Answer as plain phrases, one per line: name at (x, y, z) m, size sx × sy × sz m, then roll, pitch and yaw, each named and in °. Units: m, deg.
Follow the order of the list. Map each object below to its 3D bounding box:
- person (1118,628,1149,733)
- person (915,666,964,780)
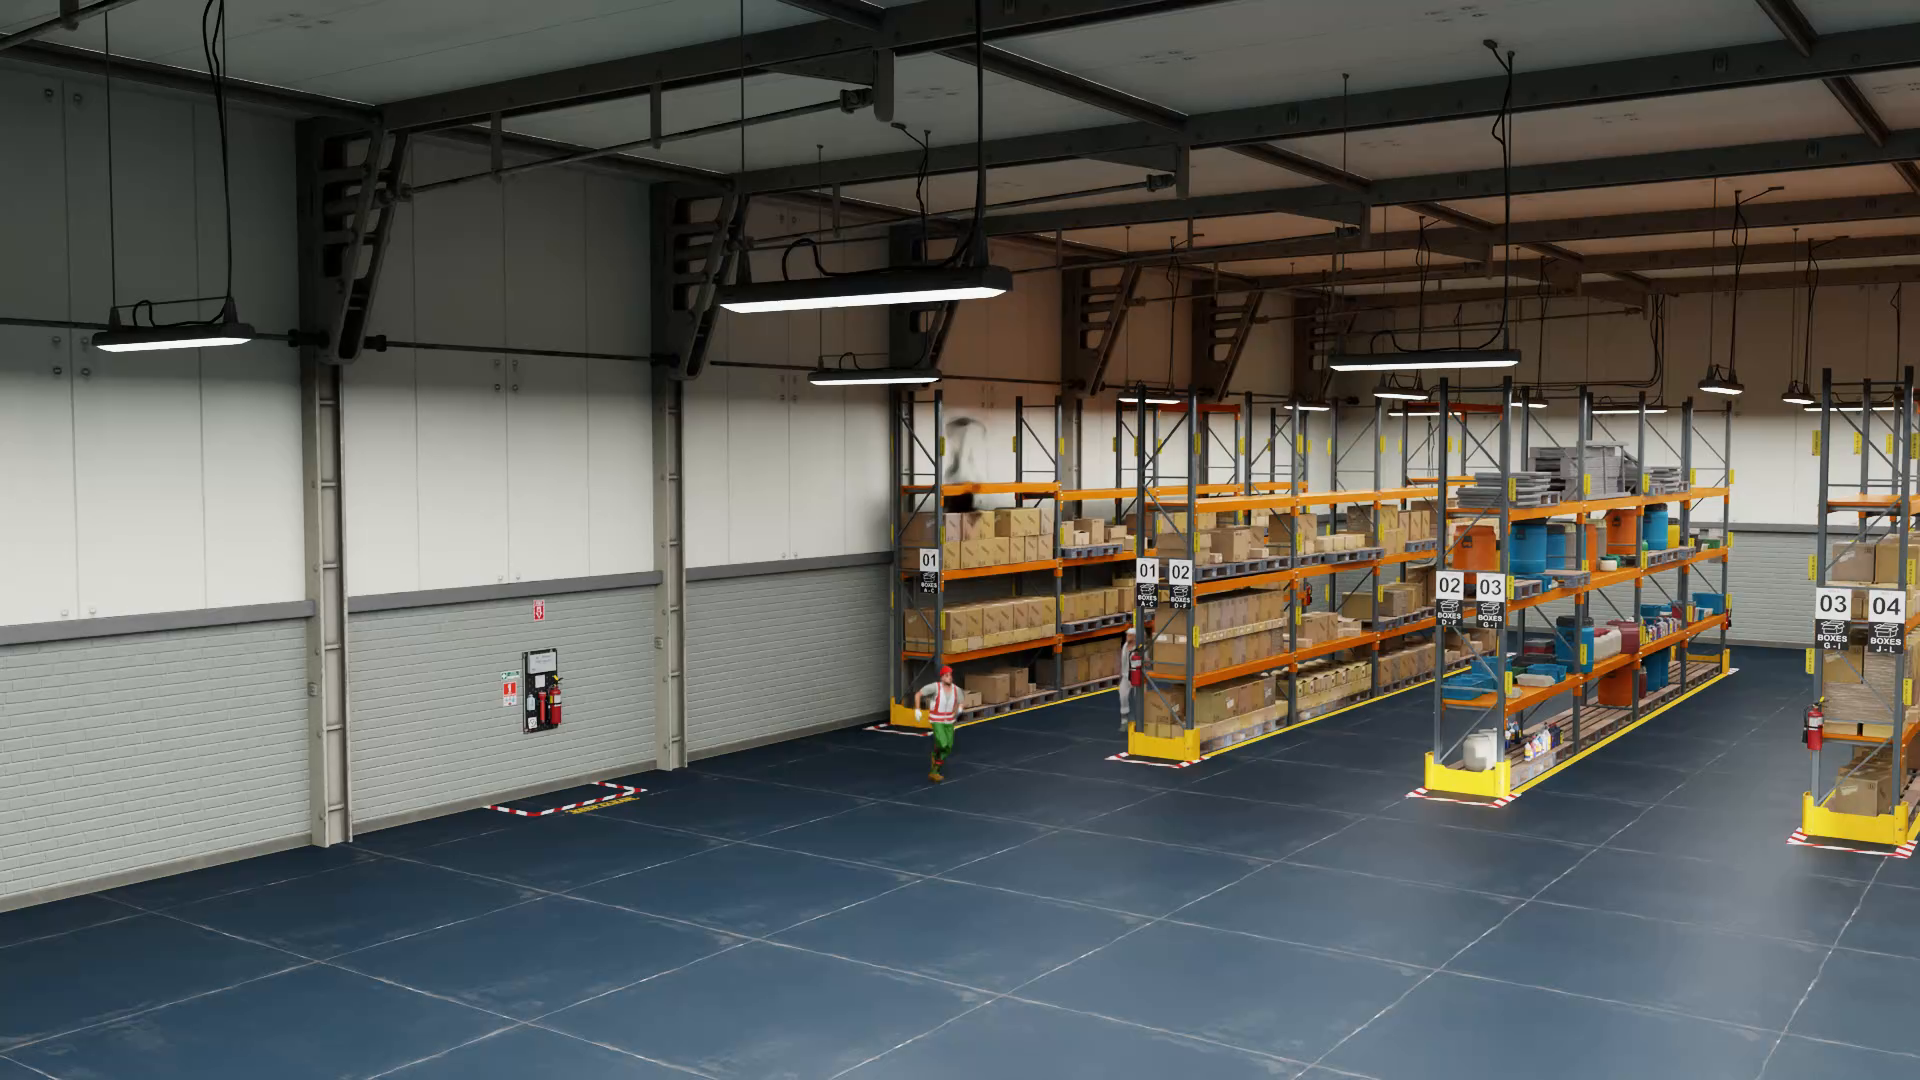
person at (3.083, 2.467, 29.326) m, size 0.618 × 1.850 × 0.800 m, roll 2°, pitch 4°, yaw 35°
person at (-0.250, 2.739, 24.755) m, size 0.710 × 1.726 × 0.674 m, roll -2°, pitch 4°, yaw -26°
